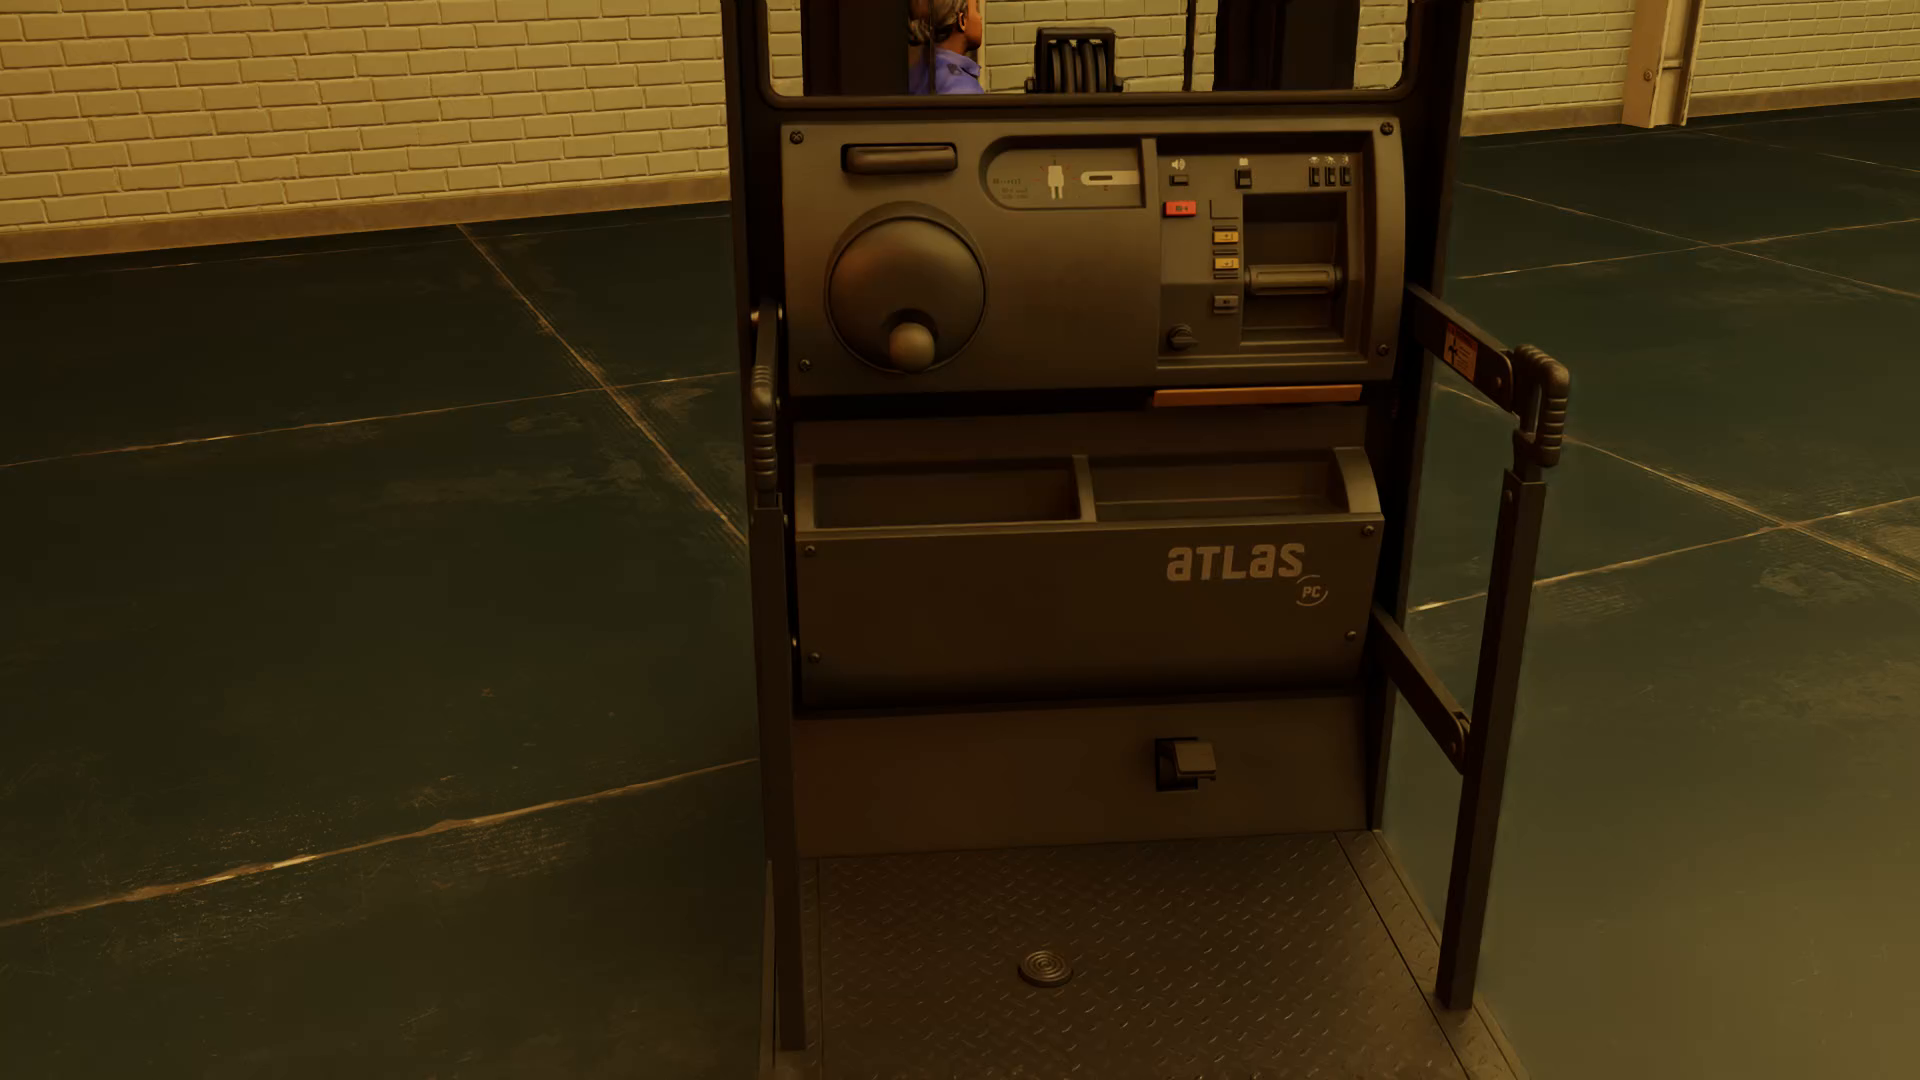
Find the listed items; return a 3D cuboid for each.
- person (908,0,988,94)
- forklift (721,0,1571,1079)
[{"bbox_3d":[0.088,-0.778,4.804,0.503,1.656,0.569,-10,25,-23],"label":"person"},{"bbox_3d":[0.225,-0.413,2.281,1.130,2.935,3.031,-2,23,-5],"label":"forklift"}]
